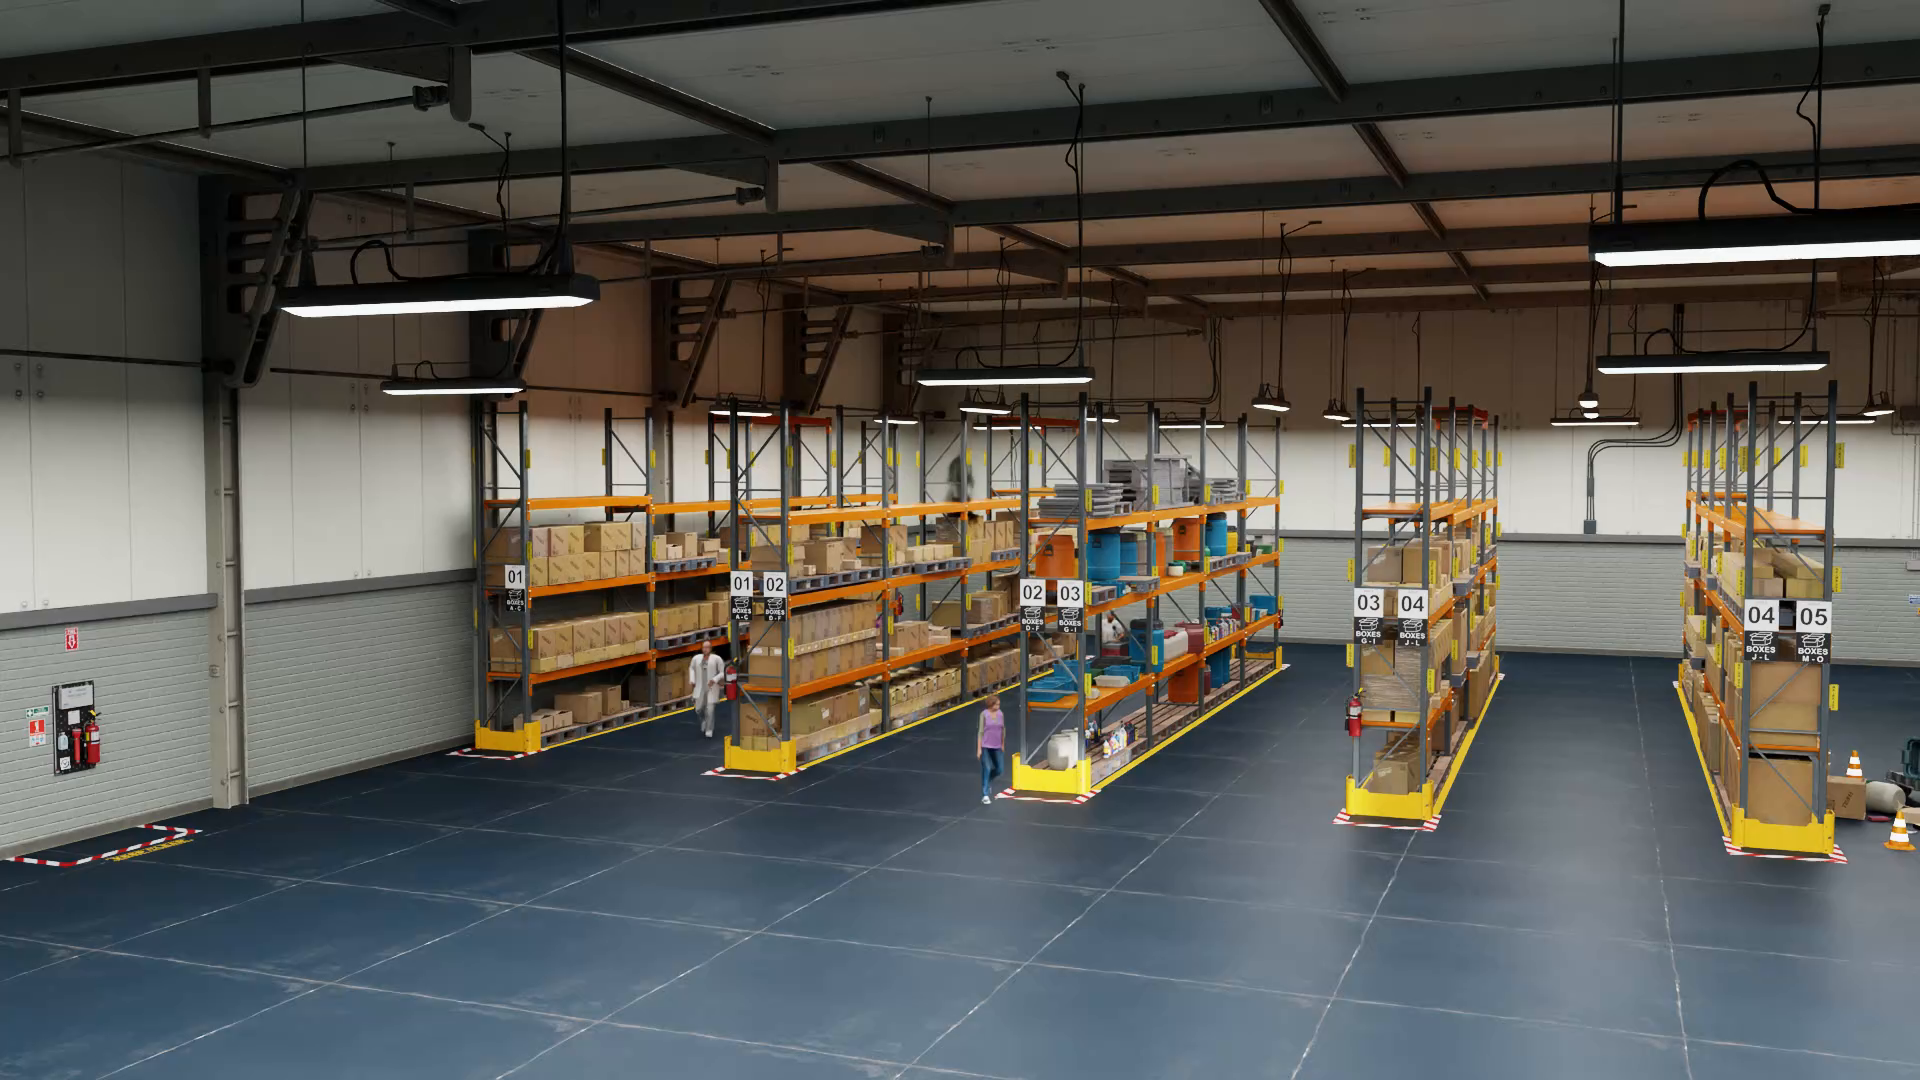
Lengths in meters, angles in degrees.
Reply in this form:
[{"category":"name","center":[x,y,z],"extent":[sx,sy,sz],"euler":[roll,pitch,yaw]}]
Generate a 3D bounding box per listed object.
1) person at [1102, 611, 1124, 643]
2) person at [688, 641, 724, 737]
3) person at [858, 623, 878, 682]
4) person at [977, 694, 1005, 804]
[{"category":"person","center":[3.404,2.389,37.635],"extent":[0.636,1.631,0.670],"euler":[1,3,20]},{"category":"person","center":[-4.569,2.683,29.888],"extent":[0.699,1.730,0.668],"euler":[0,3,5]},{"category":"person","center":[-2.080,2.369,36.459],"extent":[0.677,1.731,0.616],"euler":[1,3,16]},{"category":"person","center":[0.423,3.020,24.209],"extent":[0.492,1.566,0.530],"euler":[-1,3,-21]}]
